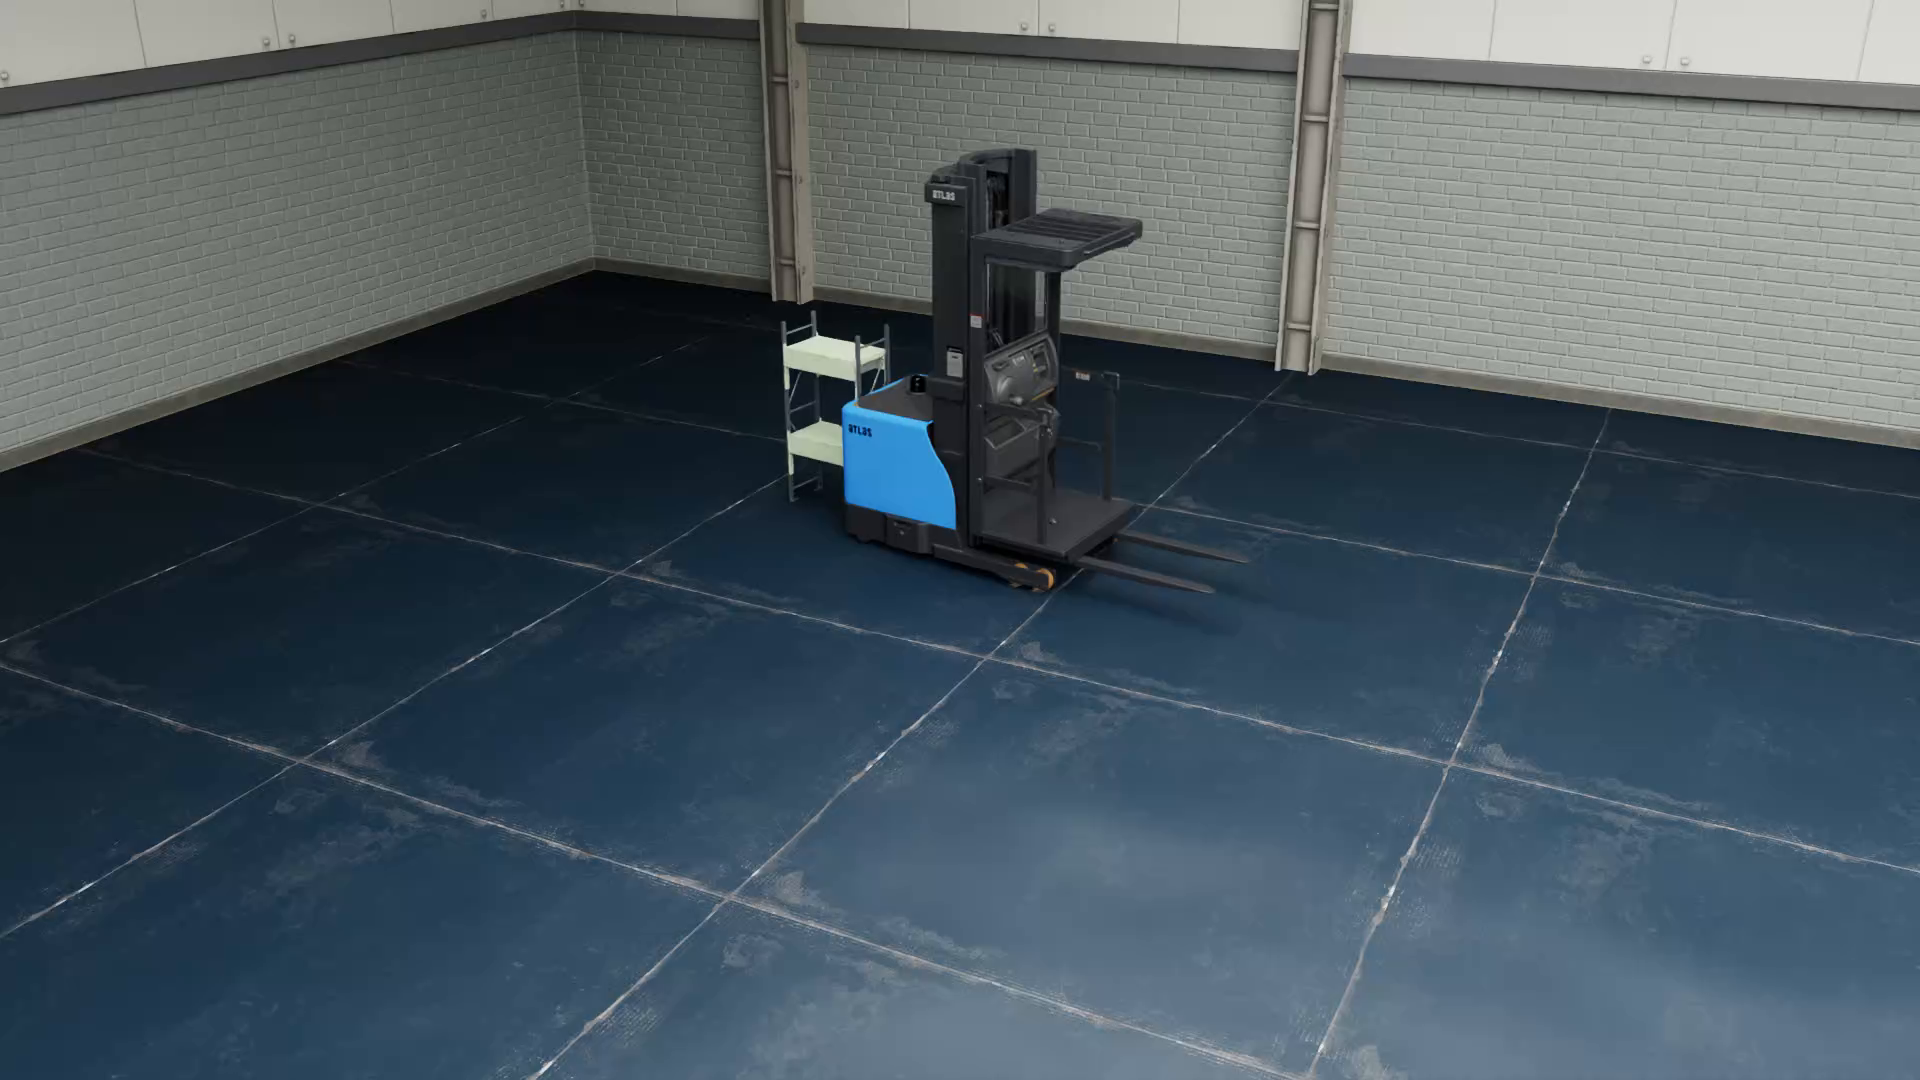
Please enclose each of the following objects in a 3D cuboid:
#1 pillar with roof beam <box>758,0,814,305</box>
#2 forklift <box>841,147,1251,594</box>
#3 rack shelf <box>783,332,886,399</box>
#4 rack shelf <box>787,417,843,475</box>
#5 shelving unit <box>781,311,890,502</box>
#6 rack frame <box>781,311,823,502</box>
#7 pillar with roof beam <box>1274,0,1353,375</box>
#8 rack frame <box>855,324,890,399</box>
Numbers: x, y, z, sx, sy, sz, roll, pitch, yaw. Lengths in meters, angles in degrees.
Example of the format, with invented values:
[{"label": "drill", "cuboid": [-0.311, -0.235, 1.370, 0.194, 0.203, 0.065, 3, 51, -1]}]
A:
[{"label": "pillar with roof beam", "cuboid": [-3.880, -5.430, 14.019, 0.400, 9.000, 9.100, 11, 25, 25]}, {"label": "forklift", "cuboid": [0.618, -1.211, 11.852, 3.031, 2.935, 1.130, 14, 27, 30]}, {"label": "rack shelf", "cuboid": [-0.967, -1.345, 12.992, 0.720, 0.370, 0.431, 15, 27, 32]}, {"label": "rack shelf", "cuboid": [-0.963, -0.684, 13.269, 0.720, 0.370, 0.431, 15, 27, 32]}, {"label": "shelving unit", "cuboid": [-0.964, -0.985, 13.143, 0.755, 1.500, 0.431, 15, 27, 32]}, {"label": "rack frame", "cuboid": [-1.264, -1.065, 13.337, 0.023, 1.500, 0.400, 15, 27, 32]}, {"label": "pillar with roof beam", "cuboid": [1.474, -4.370, 11.528, 0.400, 9.000, 9.100, 11, 25, 25]}, {"label": "rack frame", "cuboid": [-0.665, -0.905, 12.949, 0.023, 1.500, 0.400, 15, 27, 32]}]
